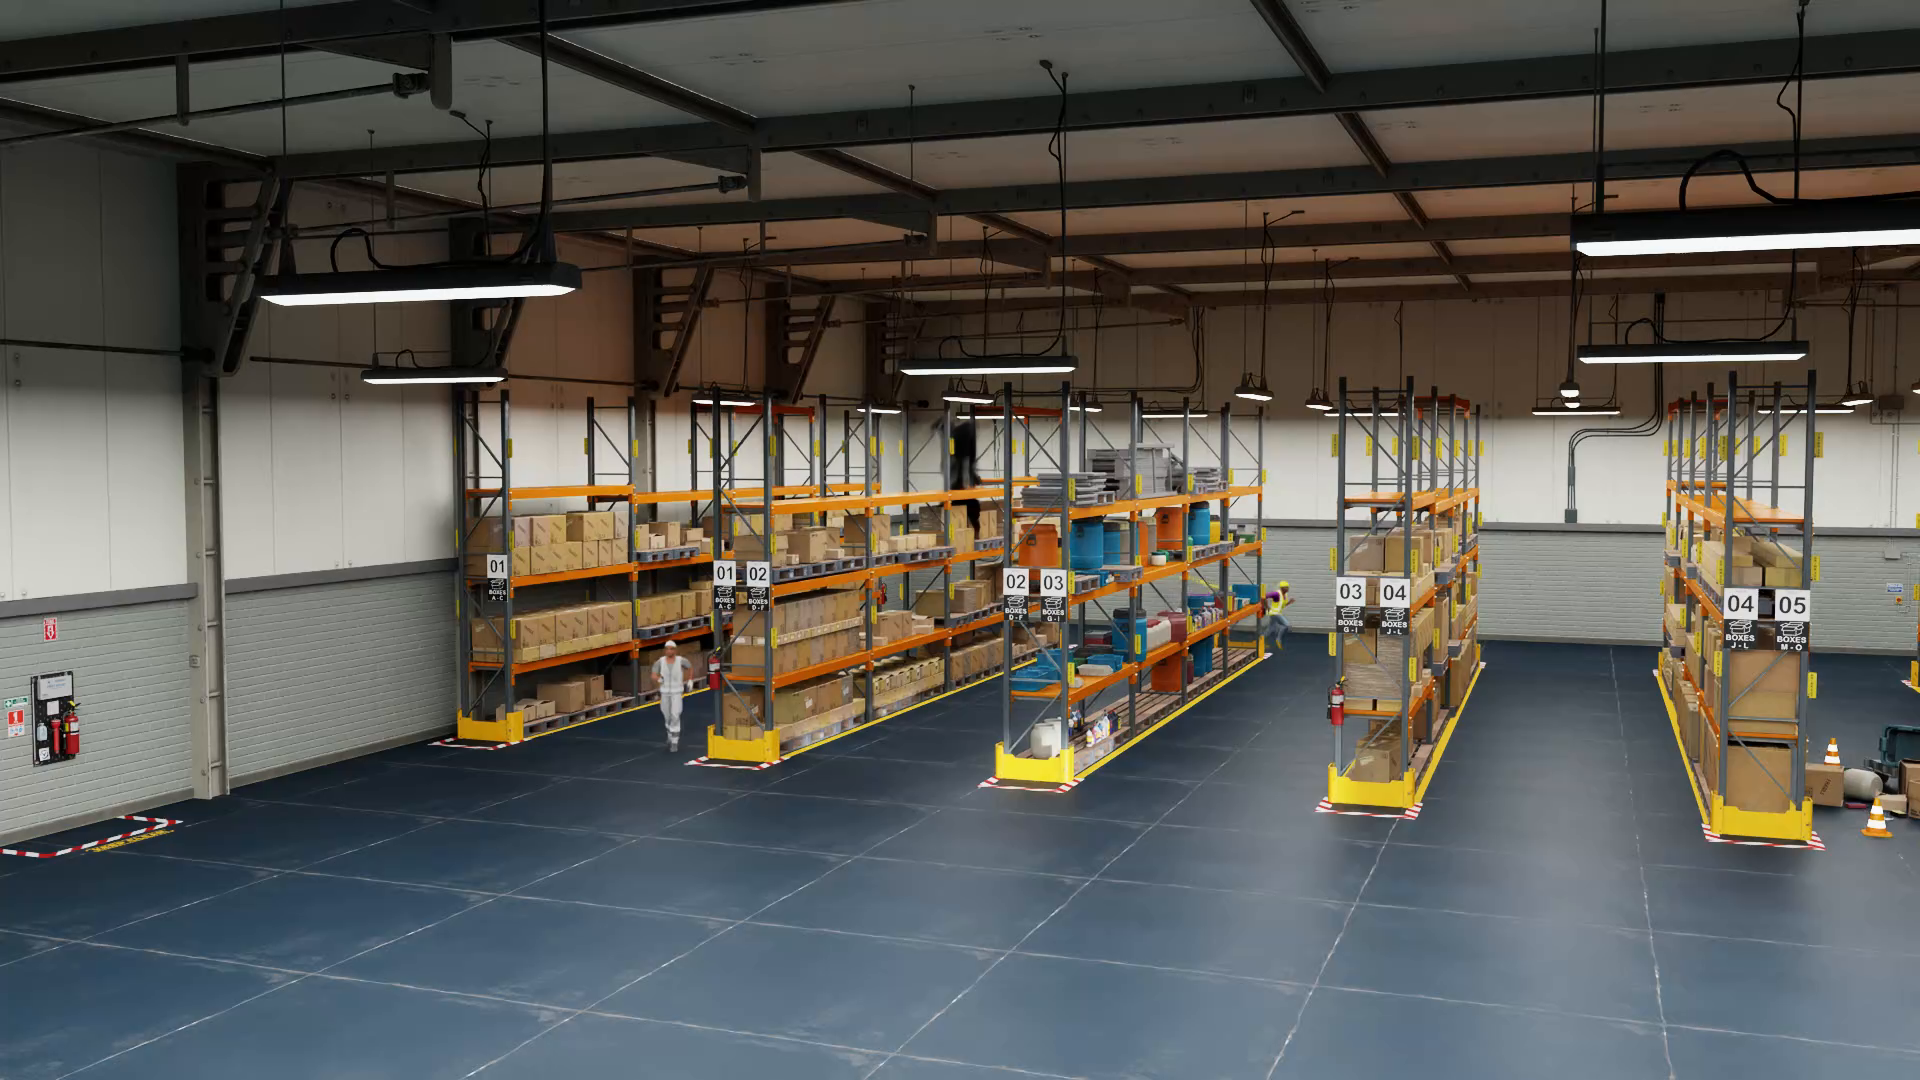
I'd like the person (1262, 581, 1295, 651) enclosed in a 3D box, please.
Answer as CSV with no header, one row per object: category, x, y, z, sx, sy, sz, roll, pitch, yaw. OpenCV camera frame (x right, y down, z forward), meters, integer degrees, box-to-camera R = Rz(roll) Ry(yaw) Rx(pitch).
person,7.824,1.873,41.175,0.920,1.723,0.684,1,3,23

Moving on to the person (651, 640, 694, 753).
person,-4.791,2.586,27.689,0.681,1.852,0.807,0,3,0
